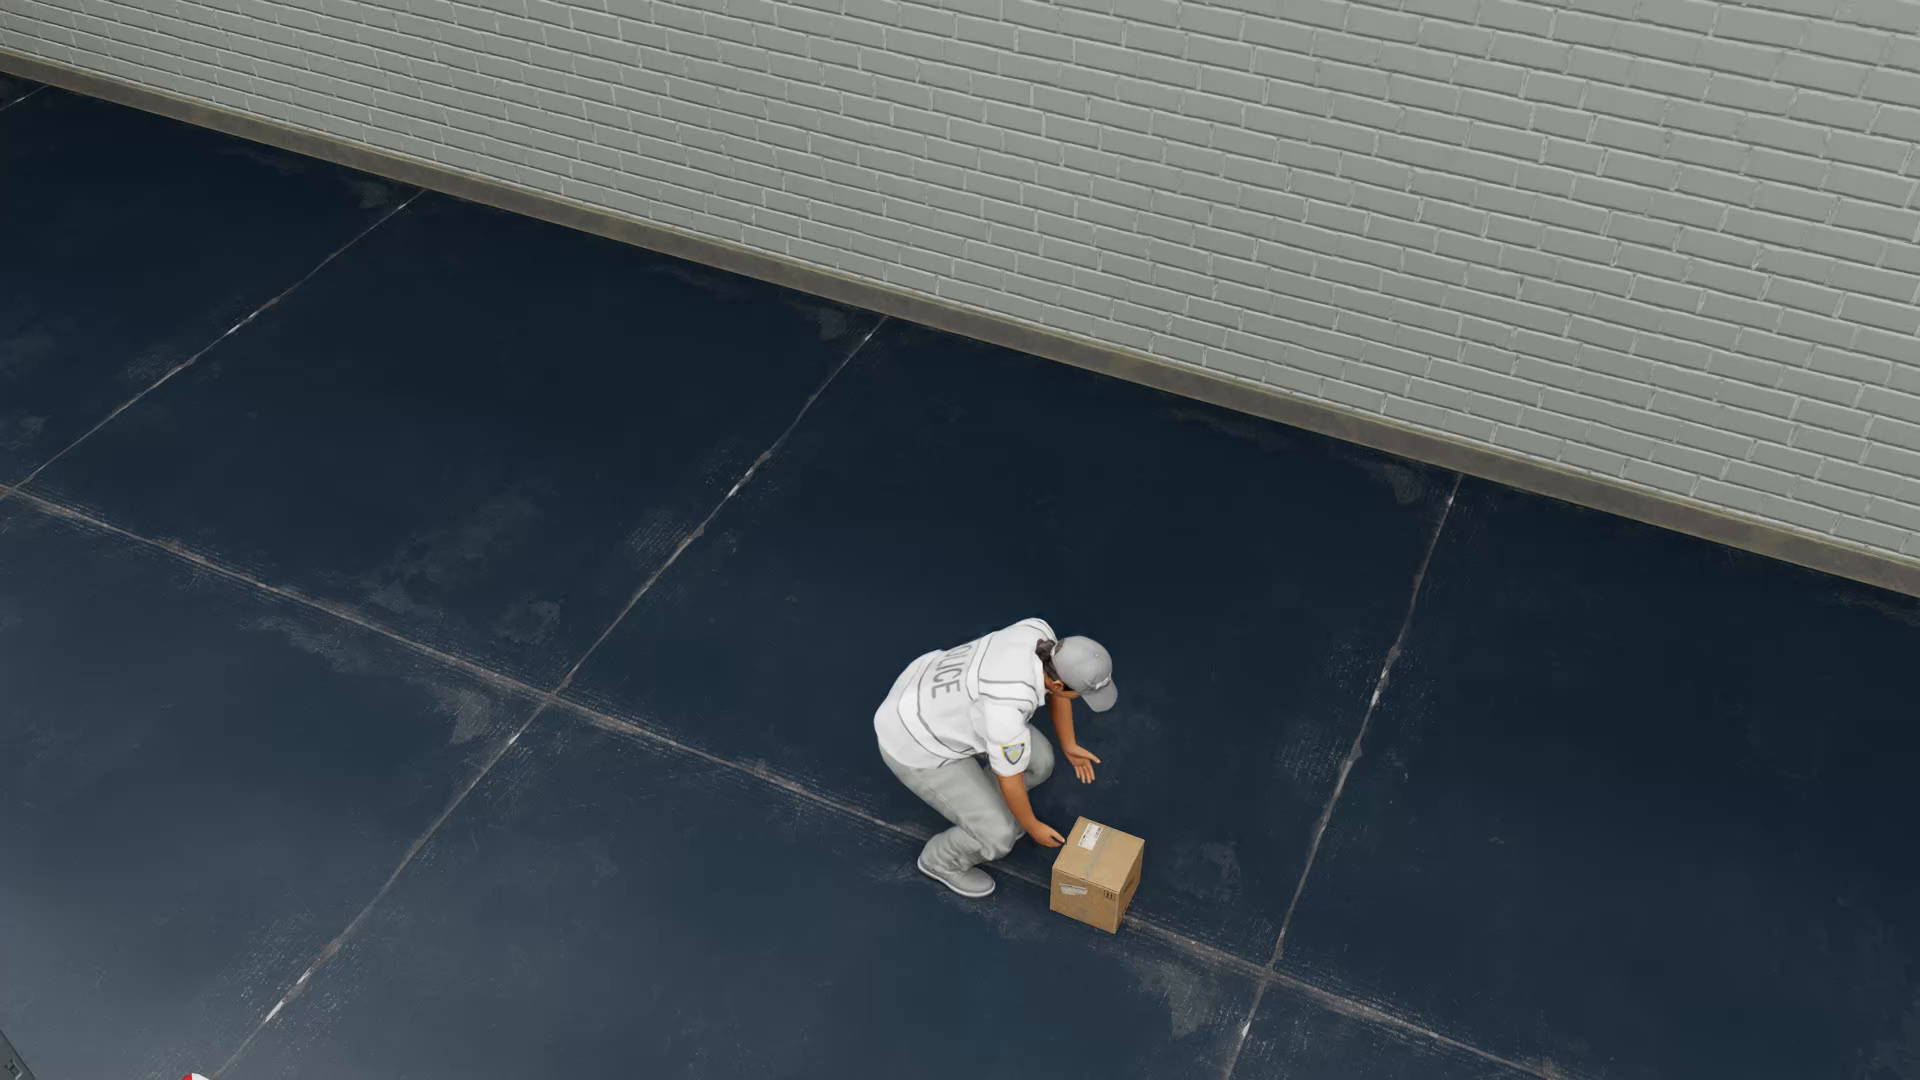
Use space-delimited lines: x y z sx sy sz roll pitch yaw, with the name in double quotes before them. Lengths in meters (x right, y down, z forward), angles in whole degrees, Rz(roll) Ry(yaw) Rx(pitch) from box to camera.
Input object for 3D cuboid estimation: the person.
"person" 0.126 0.702 5.732 0.807 1.207 0.538 17 45 18
